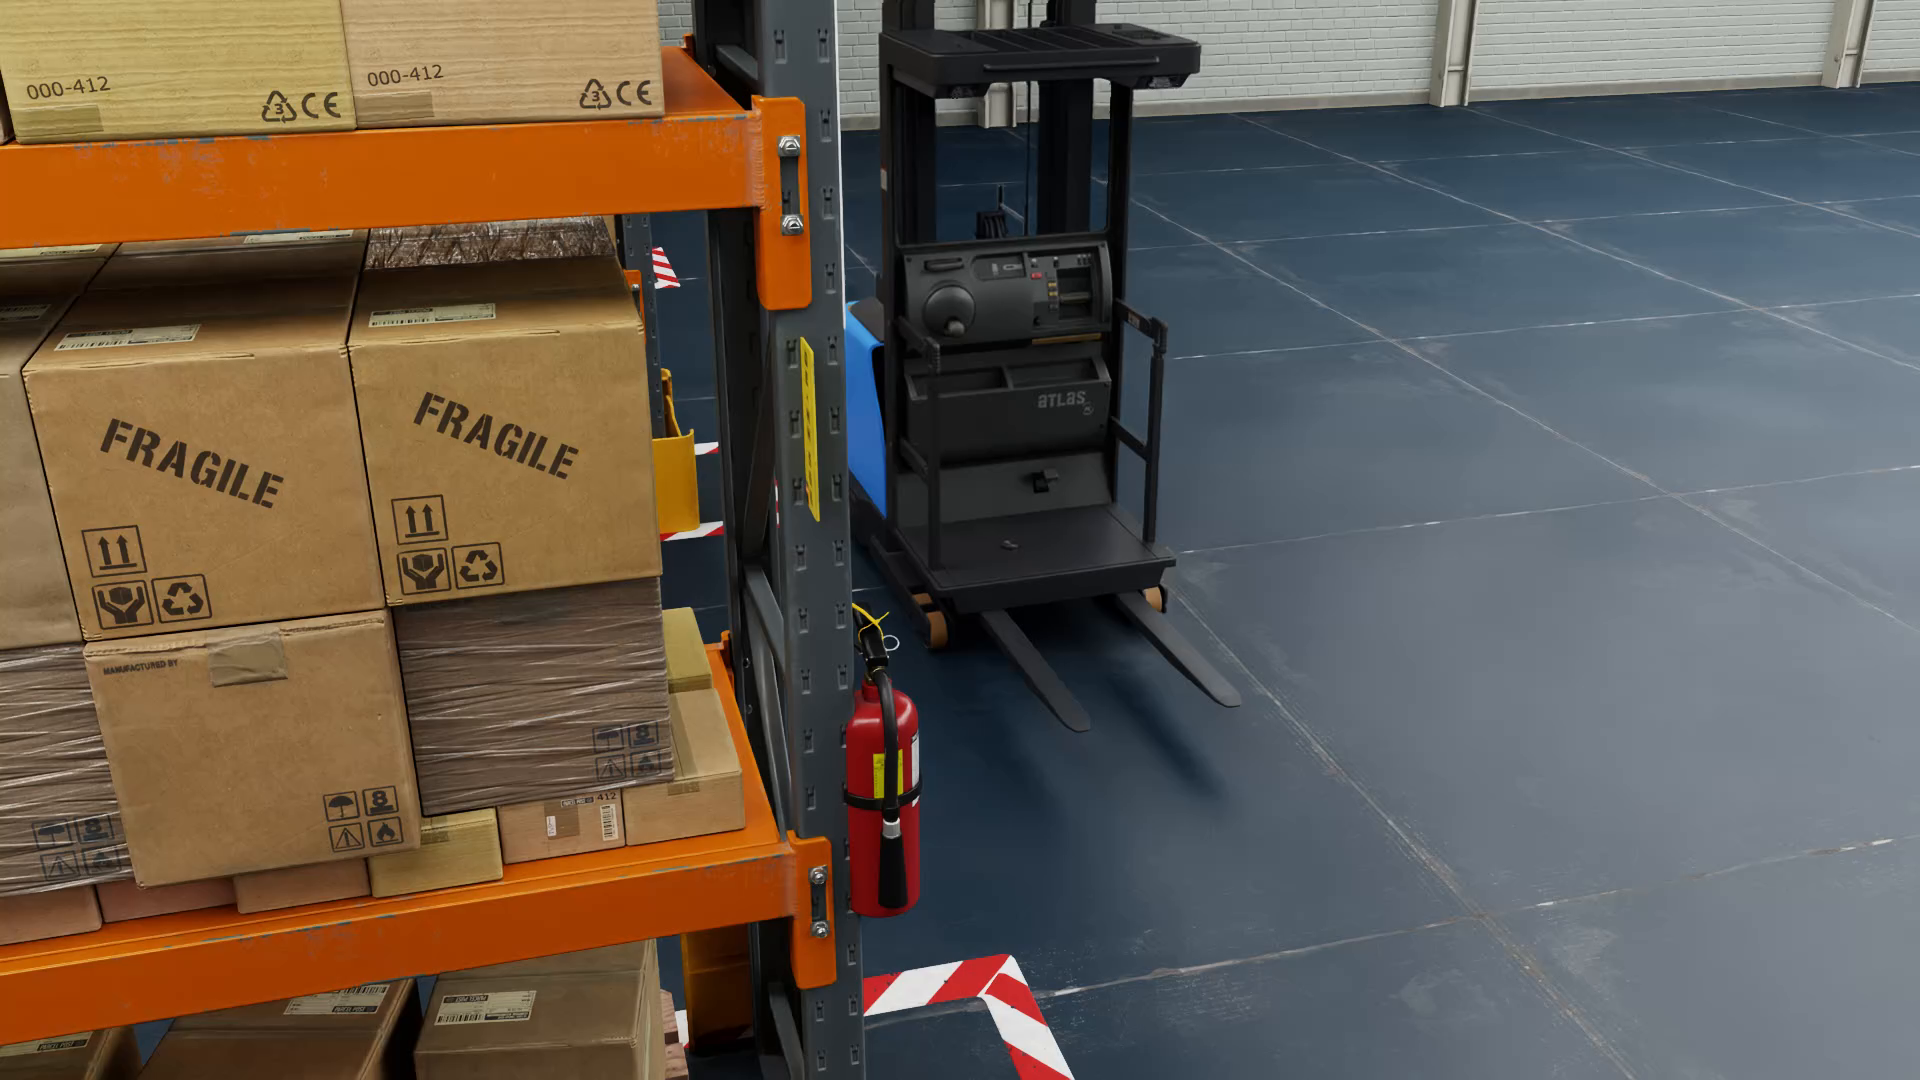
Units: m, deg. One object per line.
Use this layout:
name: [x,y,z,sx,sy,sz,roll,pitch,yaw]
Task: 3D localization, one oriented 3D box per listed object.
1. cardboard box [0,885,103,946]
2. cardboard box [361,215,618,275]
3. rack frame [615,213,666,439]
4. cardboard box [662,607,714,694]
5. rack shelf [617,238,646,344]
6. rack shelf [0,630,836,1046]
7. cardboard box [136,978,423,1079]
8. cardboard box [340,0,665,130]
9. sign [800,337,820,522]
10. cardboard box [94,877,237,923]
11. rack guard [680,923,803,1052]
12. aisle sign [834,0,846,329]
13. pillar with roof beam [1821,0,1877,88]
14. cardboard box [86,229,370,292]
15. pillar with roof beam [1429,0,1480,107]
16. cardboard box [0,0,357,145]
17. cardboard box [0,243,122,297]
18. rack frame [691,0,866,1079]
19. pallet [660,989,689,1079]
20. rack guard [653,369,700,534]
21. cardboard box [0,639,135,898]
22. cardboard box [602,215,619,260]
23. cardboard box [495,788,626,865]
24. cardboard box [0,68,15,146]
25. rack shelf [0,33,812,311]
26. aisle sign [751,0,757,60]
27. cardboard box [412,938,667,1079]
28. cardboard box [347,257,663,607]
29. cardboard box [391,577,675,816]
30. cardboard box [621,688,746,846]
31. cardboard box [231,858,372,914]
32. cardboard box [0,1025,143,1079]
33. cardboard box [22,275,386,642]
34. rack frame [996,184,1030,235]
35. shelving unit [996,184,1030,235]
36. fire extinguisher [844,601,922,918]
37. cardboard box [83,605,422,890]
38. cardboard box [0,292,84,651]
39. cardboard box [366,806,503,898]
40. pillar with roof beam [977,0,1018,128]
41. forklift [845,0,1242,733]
cardboard box: [-1.823,0.627,3.303,0.250,0.149,0.380,-6,24,-14]
cardboard box: [-1.008,-0.423,3.660,0.500,0.500,0.500,-6,24,-14]
rack frame: [-1.648,-1.630,8.245,0.127,3.000,1.000,-6,24,-14]
cardboard box: [-0.744,0.319,4.021,0.250,0.149,0.380,-6,24,-14]
rack shelf: [-3.573,-1.087,7.890,4.000,0.370,1.077,-6,24,-14]
rack shelf: [-2.331,0.807,3.477,4.000,0.370,1.077,-6,24,-14]
cardboard box: [-1.577,1.356,3.923,0.500,0.500,0.500,0,23,0]
cardboard box: [-0.801,-0.898,2.925,0.500,0.250,0.500,-6,24,-13]
sign: [-0.275,-0.201,3.045,0.005,0.325,0.100,-6,24,-14]
cardboard box: [-1.588,0.592,3.385,0.250,0.149,0.380,-6,24,-14]
rack guard: [-0.478,1.421,4.305,0.348,0.500,1.175,-6,24,-14]
aisle sign: [-0.265,-0.824,3.069,0.004,0.787,0.394,-6,24,-14]
pillar with roof beam: [13.153,-8.691,17.092,0.400,9.000,9.100,-6,24,-14]
cardboard box: [-1.492,-0.373,3.543,0.500,0.500,0.500,-6,24,-14]
pillar with roof beam: [7.376,-8.051,15.602,0.400,9.000,9.100,-6,24,-14]
cardboard box: [-1.281,-0.844,2.799,0.500,0.250,0.500,-6,24,-14]
cardboard box: [-1.973,-0.319,3.417,0.500,0.500,0.500,-6,24,-14]
rack frame: [-0.405,0.264,3.831,0.127,3.000,1.000,-6,24,-14]
pallet: [-1.270,1.626,4.192,1.213,0.211,1.003,-6,24,-14]
rack guard: [-1.625,-0.484,8.744,0.348,0.500,1.175,-6,24,-14]
cardboard box: [-1.884,0.265,3.325,0.500,0.500,0.875,-6,24,-14]
cardboard box: [-1.993,-1.642,8.083,0.550,0.550,0.875,-6,24,-14]
cardboard box: [-0.865,0.514,3.566,0.250,0.149,0.380,-6,24,-14]
cardboard box: [-1.776,-0.792,2.679,0.500,0.250,0.500,-6,24,-13]
rack shelf: [-2.331,-0.571,2.885,4.000,0.370,1.077,-6,24,-14]
aisle sign: [-0.427,-1.051,3.600,0.004,0.787,0.394,-6,24,-14]
cardboard box: [-1.011,1.280,4.101,0.500,0.500,0.500,-2,23,-5]
cardboard box: [-0.868,-0.226,3.201,0.500,0.500,0.500,-6,24,-14]
cardboard box: [-0.942,0.129,3.641,0.500,0.500,0.875,-6,24,-14]
cardboard box: [-0.624,0.488,3.628,0.250,0.149,0.380,-6,24,-14]
cardboard box: [-1.336,0.581,3.410,0.250,0.149,0.380,-6,24,-14]
cardboard box: [-2.185,1.416,3.784,0.500,0.500,0.500,-4,24,-9]
cardboard box: [-1.348,-0.171,3.071,0.500,0.500,0.500,-6,24,-14]
rack frame: [0.274,-1.119,8.957,0.032,1.500,0.500,-6,24,-15]
shelving unit: [-0.215,-1.065,8.830,1.048,1.500,0.538,-6,24,-15]
fire extinguisher: [-0.171,0.462,3.467,0.183,0.674,0.296,-6,24,-14]
cardboard box: [-1.391,0.228,3.410,0.500,0.500,0.875,-6,24,-14]
cardboard box: [-1.830,-0.118,2.950,0.500,0.500,0.500,-6,24,-14]
cardboard box: [-1.092,0.560,3.458,0.250,0.149,0.380,-6,24,-14]
pillar with roof beam: [1.599,-7.412,14.113,0.400,9.000,9.100,-6,24,-14]
forklift: [0.279,-1.053,6.986,1.130,2.935,3.031,-7,24,-16]
